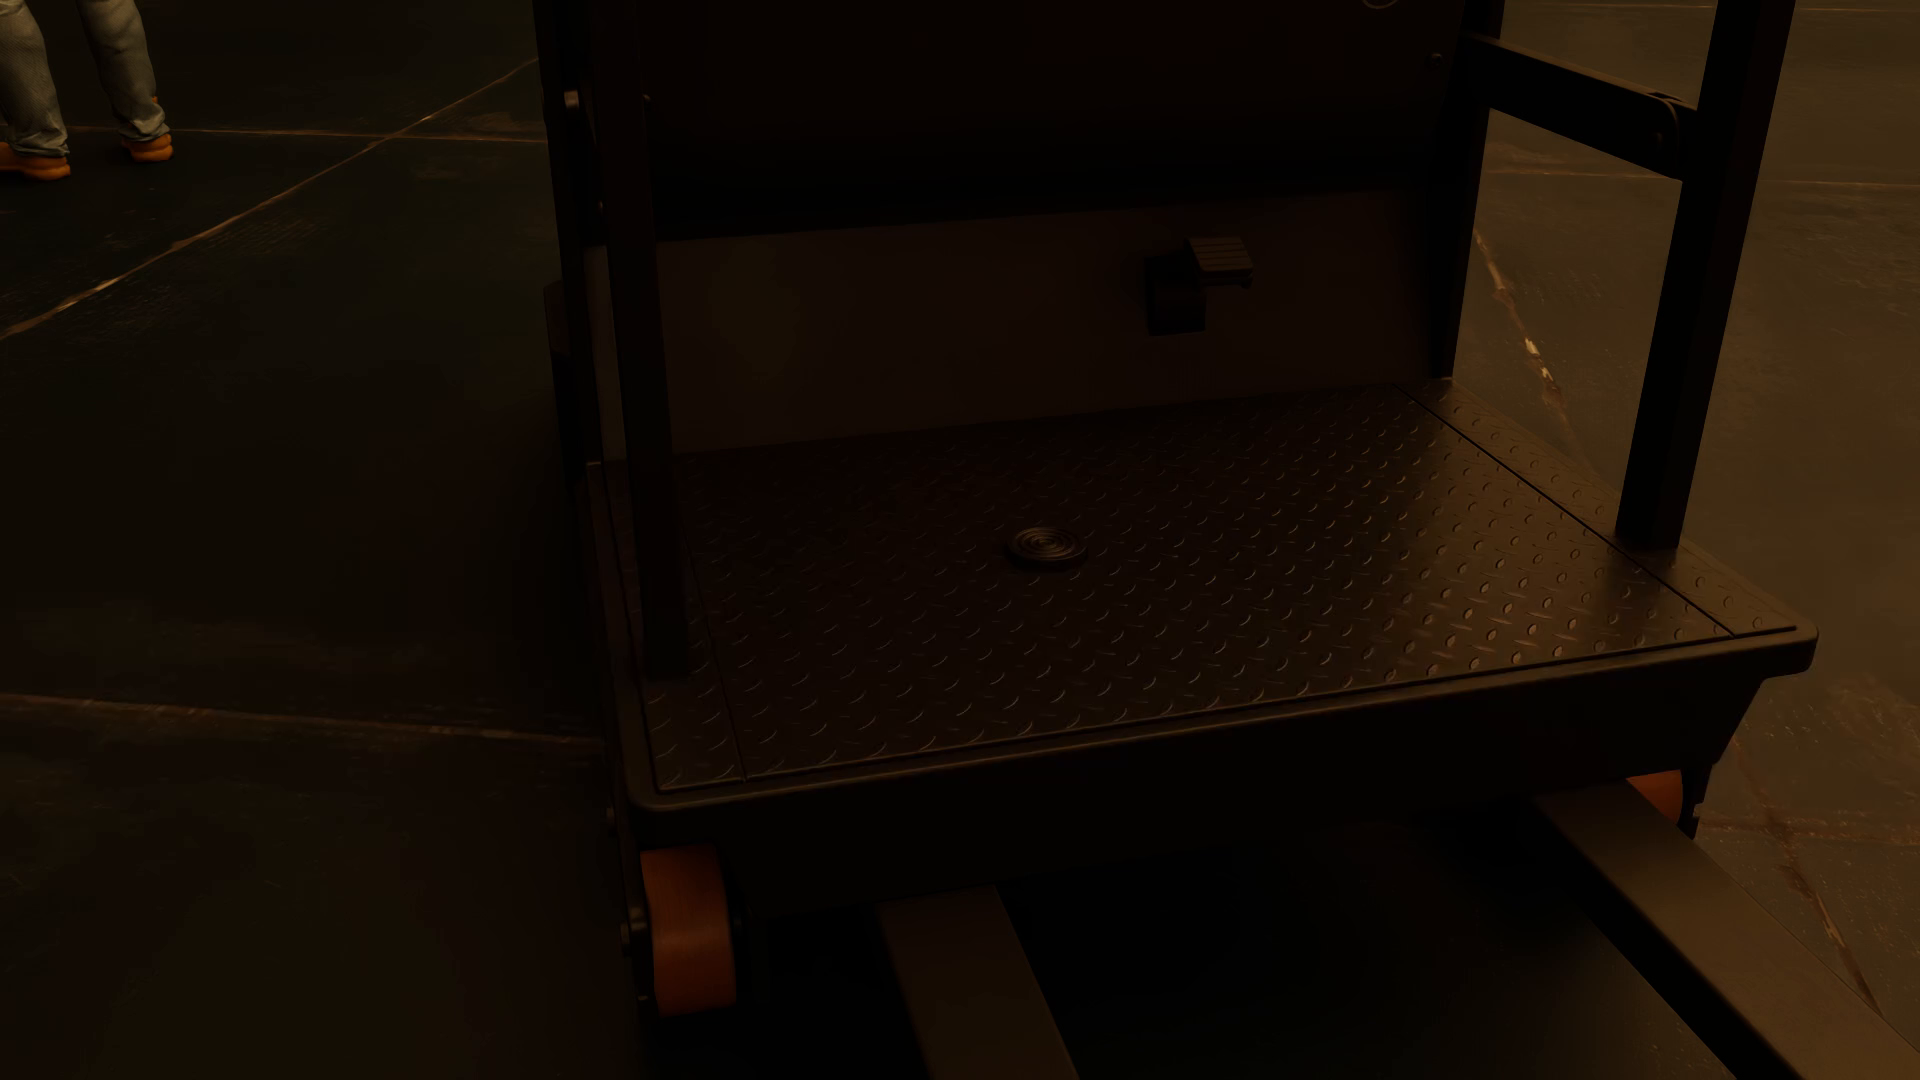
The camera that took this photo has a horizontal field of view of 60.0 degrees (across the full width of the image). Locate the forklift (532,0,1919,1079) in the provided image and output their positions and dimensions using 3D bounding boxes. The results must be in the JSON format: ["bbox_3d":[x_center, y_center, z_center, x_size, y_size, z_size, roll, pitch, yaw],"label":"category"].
[{"bbox_3d":[0.153,-1.049,1.319,1.130,2.935,3.031,-7,27,-13],"label":"forklift"}]

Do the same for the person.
[{"bbox_3d":[-2.412,-1.810,4.163,0.463,1.759,0.626,22,34,37],"label":"person"}]
